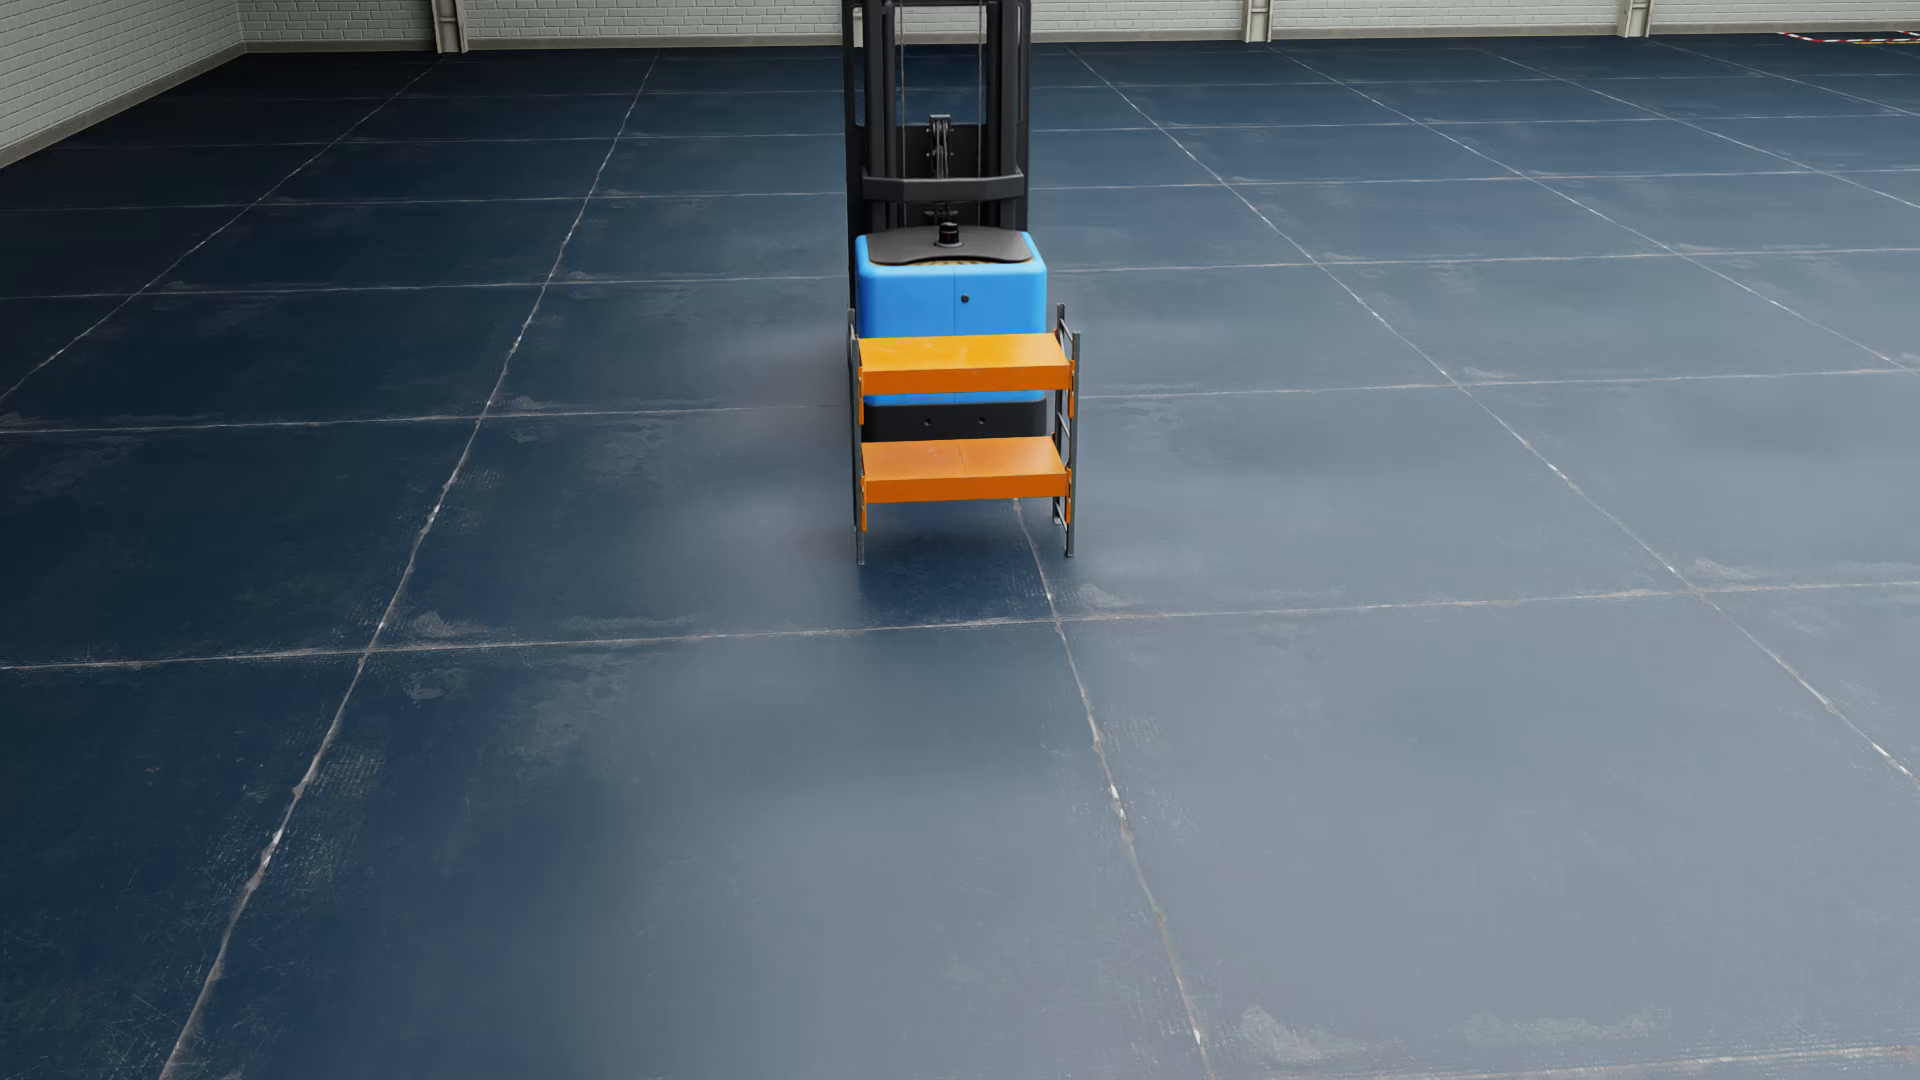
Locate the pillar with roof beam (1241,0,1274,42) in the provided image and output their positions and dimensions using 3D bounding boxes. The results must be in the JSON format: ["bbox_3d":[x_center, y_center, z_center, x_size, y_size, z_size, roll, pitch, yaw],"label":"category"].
[{"bbox_3d":[4.944,-10.005,19.681,0.400,9.000,9.100,-2,24,-5],"label":"pillar with roof beam"}]

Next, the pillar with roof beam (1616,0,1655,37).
[{"bbox_3d":[10.915,-10.245,20.219,0.400,9.000,9.100,-2,24,-5],"label":"pillar with roof beam"}]

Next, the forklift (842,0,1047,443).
[{"bbox_3d":[-0.157,-2.419,10.085,1.130,2.935,3.031,-2,24,-4],"label":"forklift"}]

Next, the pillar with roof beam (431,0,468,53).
[{"bbox_3d":[-6.998,-9.526,18.603,0.400,9.000,9.100,-2,24,-5],"label":"pillar with roof beam"}]

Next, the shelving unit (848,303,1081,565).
[{"bbox_3d":[0.007,-0.514,8.022,1.048,1.125,0.538,-2,24,-5],"label":"shelving unit"}]

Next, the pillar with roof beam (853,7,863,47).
[{"bbox_3d":[-1.027,-9.766,19.142,0.400,9.000,9.100,-2,24,-5],"label":"pillar with roof beam"}]

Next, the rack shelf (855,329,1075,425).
[{"bbox_3d":[0.007,-0.782,7.903,1.000,0.278,0.538,-2,24,-5],"label":"rack shelf"}]

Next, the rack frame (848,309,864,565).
[{"bbox_3d":[-0.499,-0.494,7.976,0.032,1.125,0.500,-2,24,-5],"label":"rack frame"}]

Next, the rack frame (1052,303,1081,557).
[{"bbox_3d":[0.513,-0.535,8.068,0.032,1.125,0.500,-2,24,-5],"label":"rack frame"}]

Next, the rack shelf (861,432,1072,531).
[{"bbox_3d":[0.007,-0.291,8.121,1.000,0.278,0.538,-2,24,-5],"label":"rack shelf"}]
